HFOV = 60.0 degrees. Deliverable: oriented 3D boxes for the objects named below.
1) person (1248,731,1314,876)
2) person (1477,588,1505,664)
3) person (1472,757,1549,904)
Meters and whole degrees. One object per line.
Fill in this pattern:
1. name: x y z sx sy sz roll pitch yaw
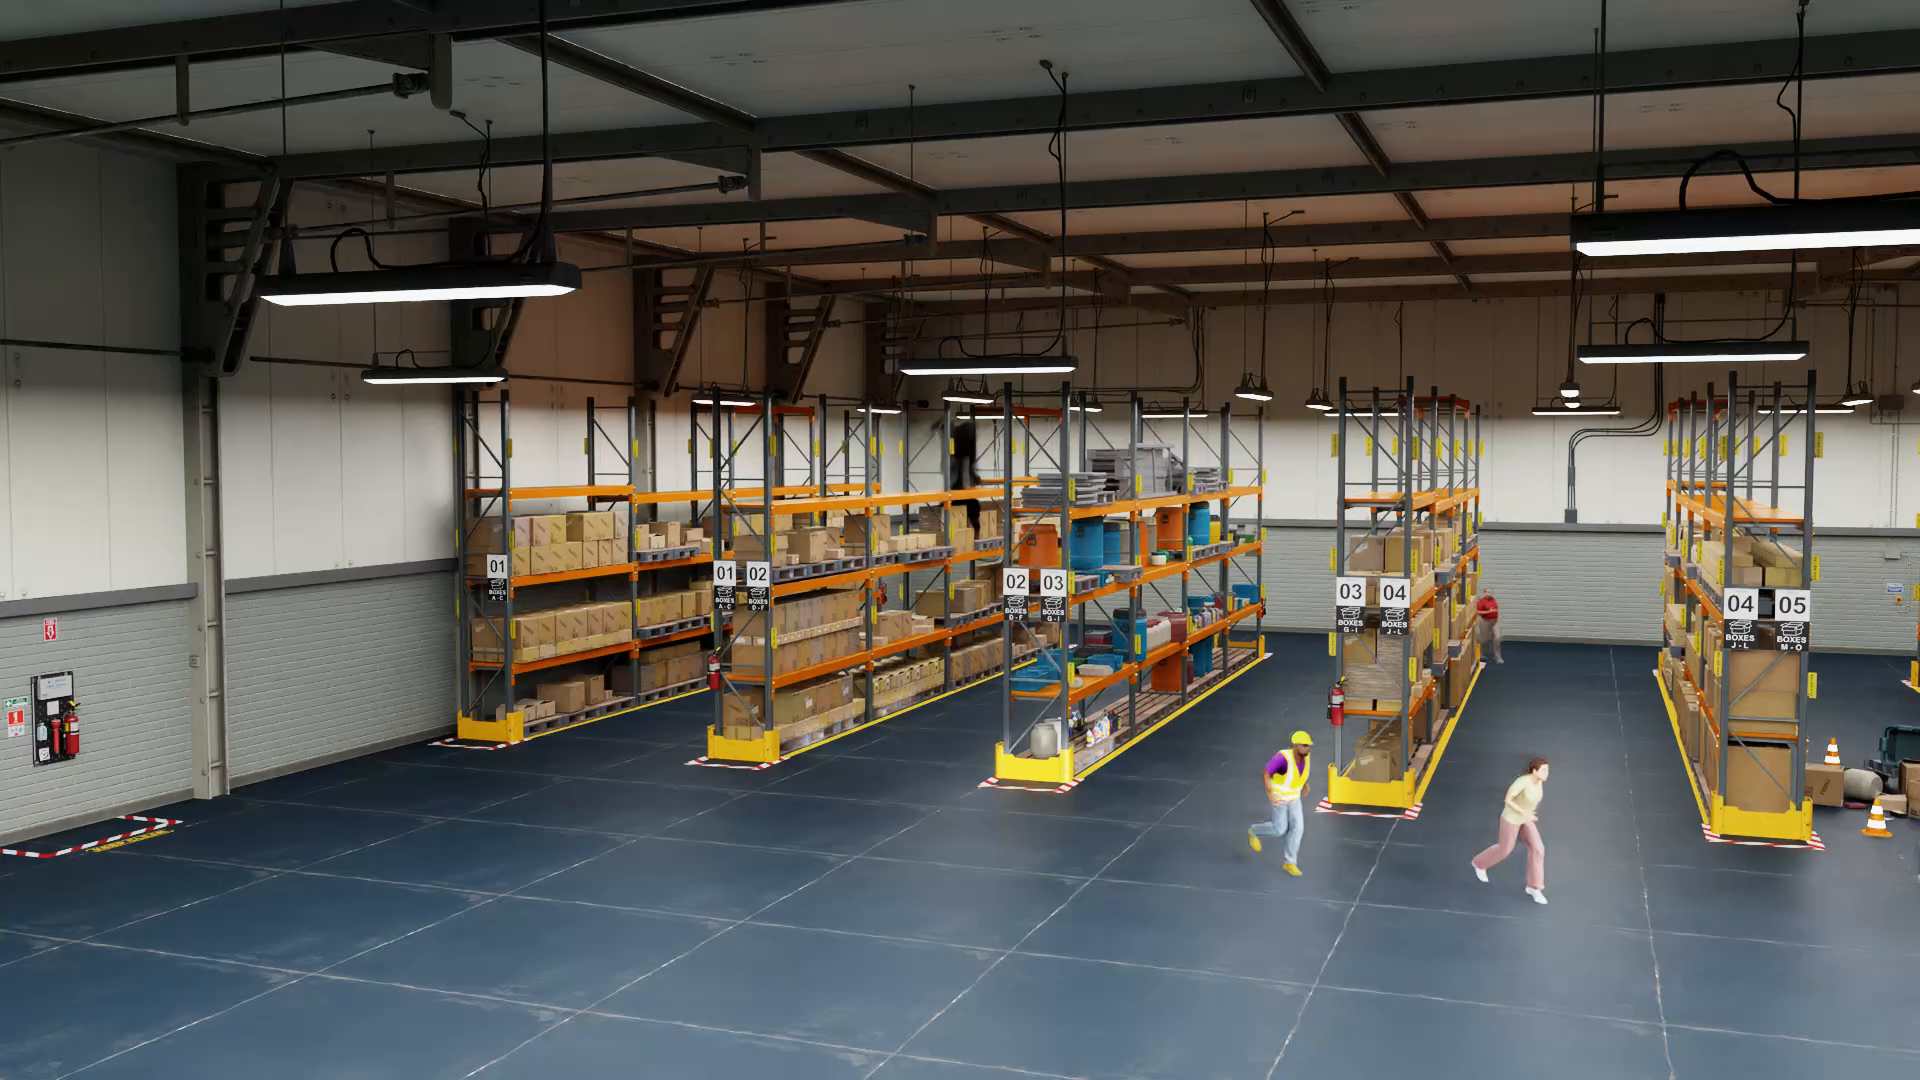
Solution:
1. person: 3.829 3.086 19.821 0.707 1.709 0.975 -2 4 -38
2. person: 12.371 1.999 38.976 0.657 1.769 0.835 -1 3 -15
3. person: 6.195 3.193 18.679 0.614 1.626 1.005 -3 4 -40
